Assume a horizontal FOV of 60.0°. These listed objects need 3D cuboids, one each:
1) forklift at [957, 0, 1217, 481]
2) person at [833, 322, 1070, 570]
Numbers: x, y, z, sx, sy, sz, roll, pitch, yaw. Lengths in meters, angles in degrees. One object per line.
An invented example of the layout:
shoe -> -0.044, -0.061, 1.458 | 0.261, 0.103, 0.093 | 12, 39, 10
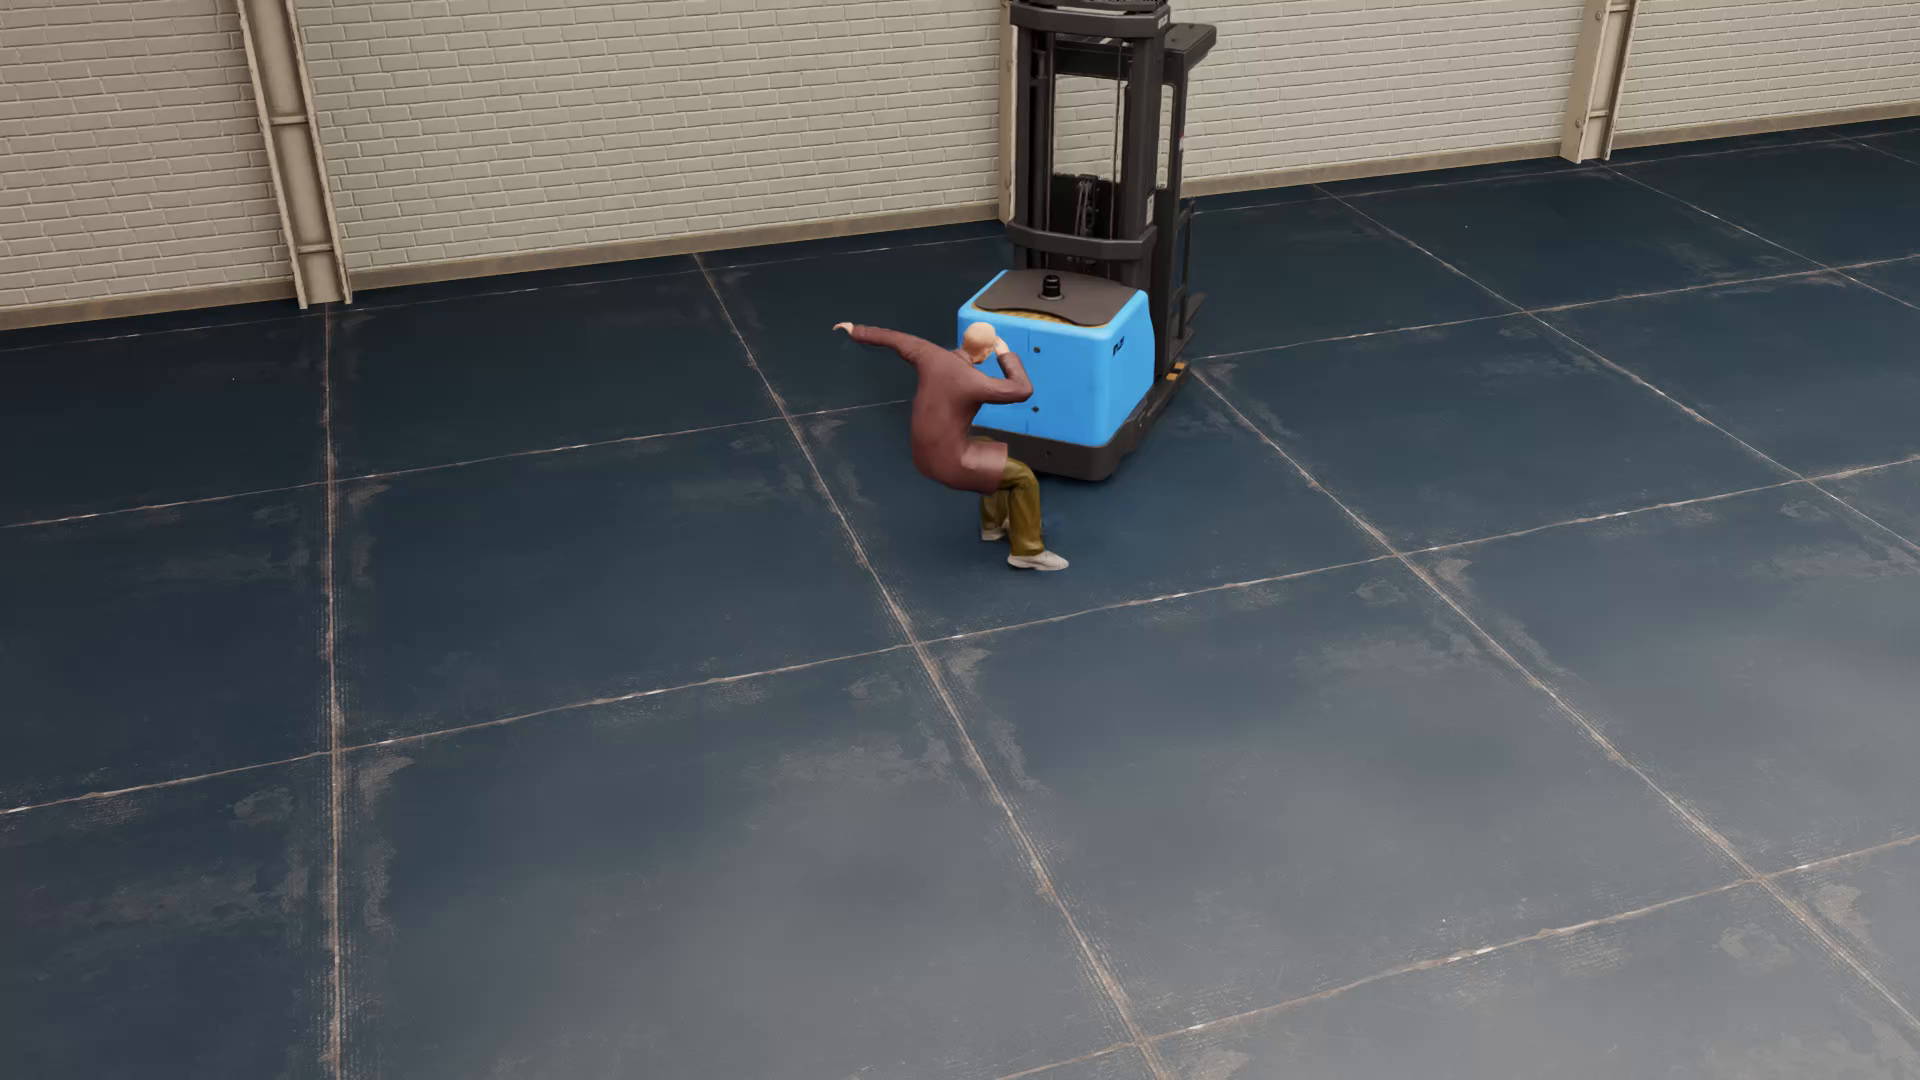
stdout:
forklift -> 1.011, -2.362, 11.191 | 1.130, 2.935, 3.031 | 12, 32, 20
person -> -0.024, -0.644, 9.753 | 0.749, 1.445, 1.464 | -23, 37, -34
